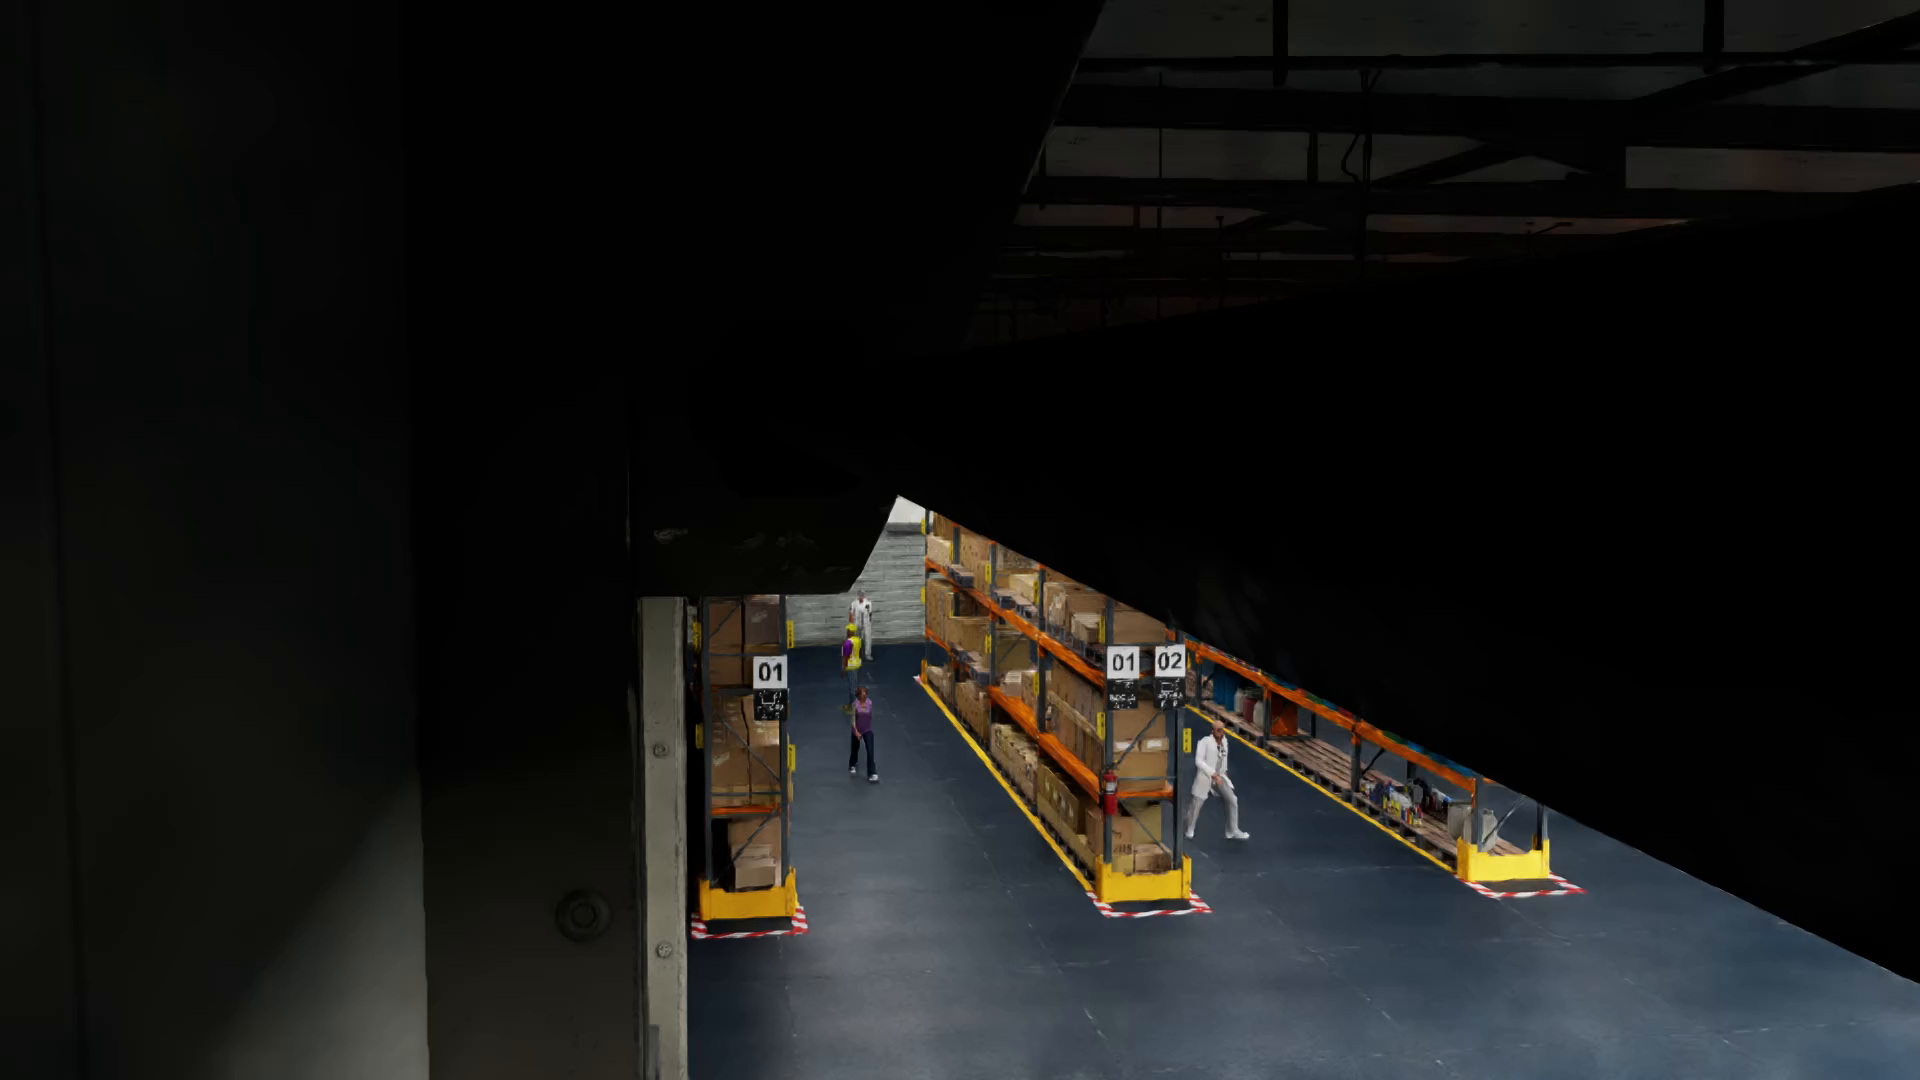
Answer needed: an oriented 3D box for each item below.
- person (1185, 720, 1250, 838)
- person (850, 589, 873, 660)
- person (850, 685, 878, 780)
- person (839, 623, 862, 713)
[{"bbox_3d":[3.585,3.387,23.636,0.735,1.719,0.868,-3,6,-27],"label":"person"},{"bbox_3d":[-2.354,1.991,39.664,0.542,1.675,1.126,-1,5,-7],"label":"person"},{"bbox_3d":[-1.622,3.144,27.374,0.412,1.533,0.955,-2,5,-17],"label":"person"},{"bbox_3d":[-2.177,2.528,33.091,0.559,1.762,0.661,2,5,20],"label":"person"}]
